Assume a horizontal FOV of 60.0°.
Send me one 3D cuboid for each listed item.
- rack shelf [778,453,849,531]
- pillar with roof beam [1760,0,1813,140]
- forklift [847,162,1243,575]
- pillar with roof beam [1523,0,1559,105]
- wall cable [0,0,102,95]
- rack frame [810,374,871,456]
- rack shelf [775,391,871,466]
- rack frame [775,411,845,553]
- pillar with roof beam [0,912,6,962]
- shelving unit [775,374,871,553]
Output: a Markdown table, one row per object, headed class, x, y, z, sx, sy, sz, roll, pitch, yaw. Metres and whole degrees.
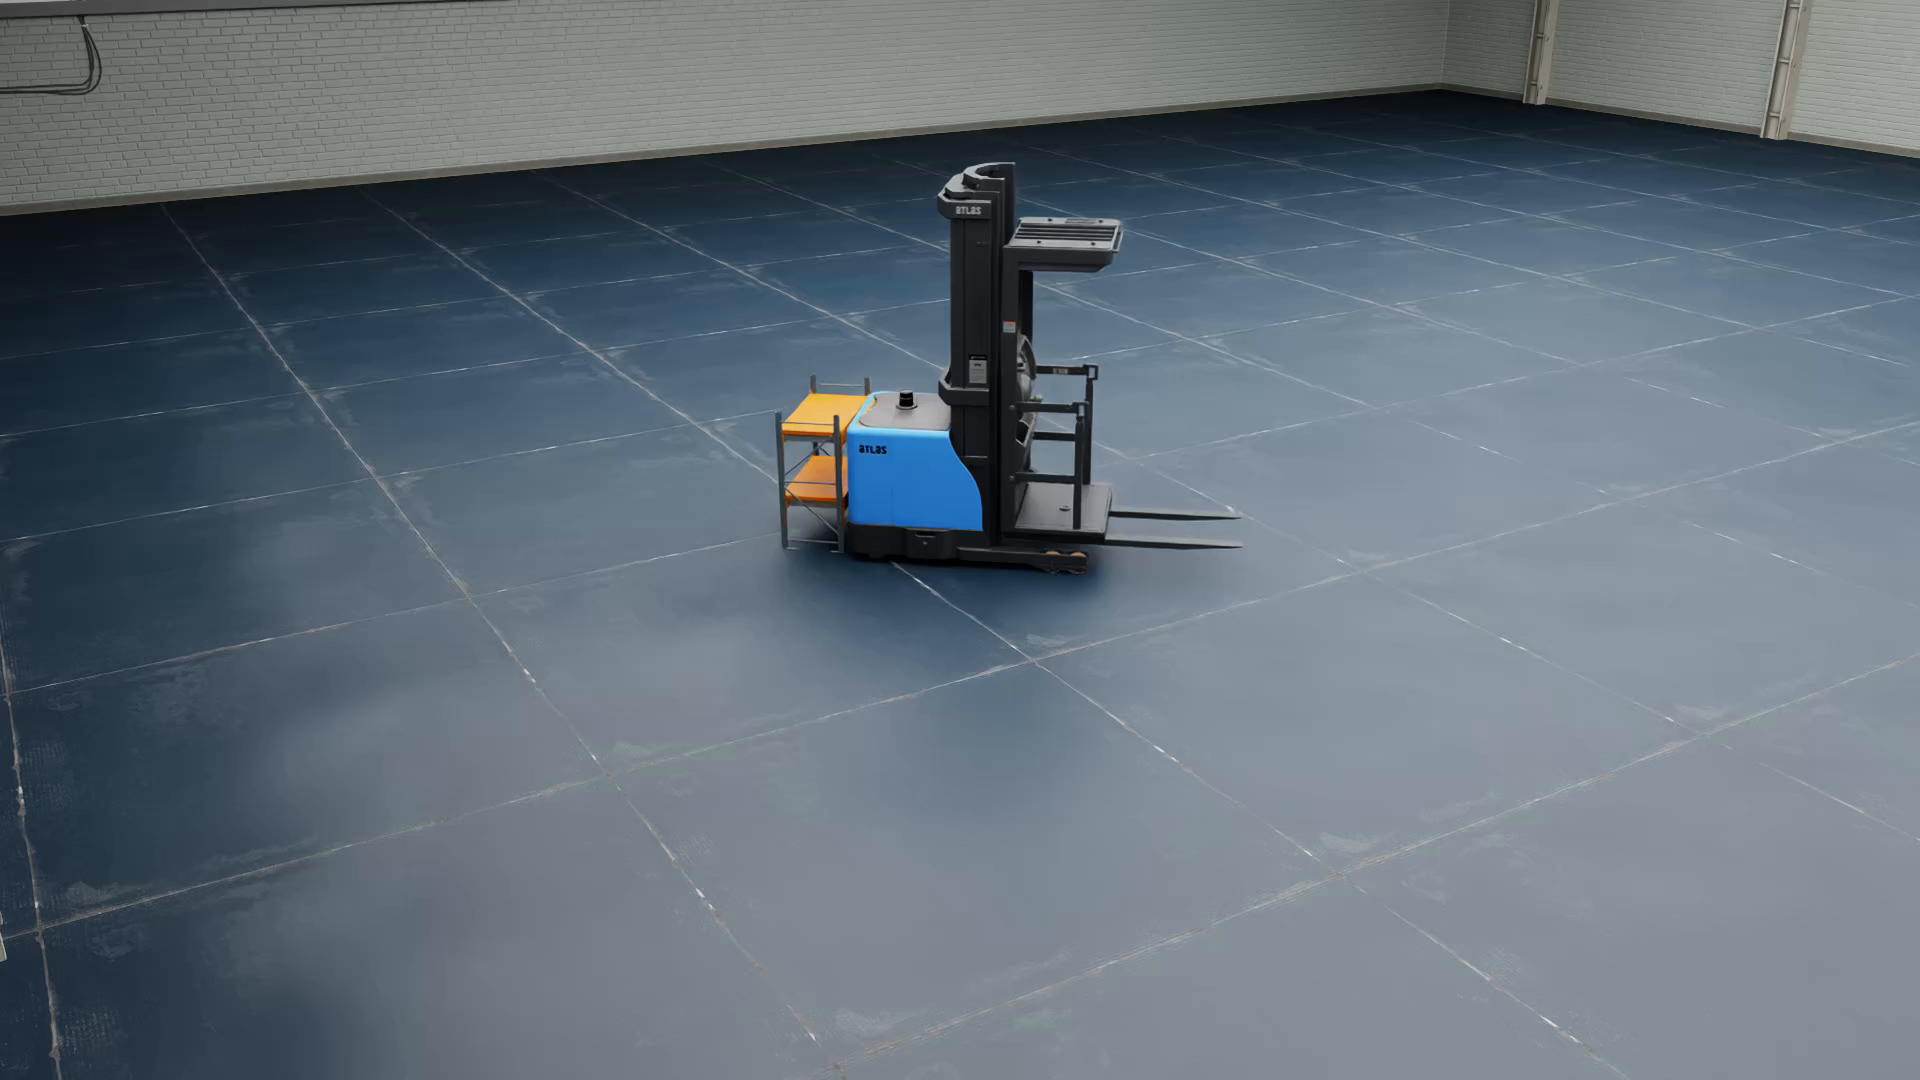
| class | x | y | z | sx | sy | sz | roll | pitch | yaw |
| --- | --- | --- | --- | --- | --- | --- | --- | --- | --- |
| rack shelf | -1.064 | -0.402 | 13.416 | 0.538 | 0.278 | 1.000 | 3 | 22 | 10 |
| pillar with roof beam | 12.318 | -11.251 | 29.008 | 9.100 | 9.000 | 0.400 | -13 | 25 | -28 |
| forklift | 0.690 | -1.309 | 12.606 | 3.031 | 2.935 | 1.130 | 3 | 22 | 8 |
| pillar with roof beam | 9.253 | -13.193 | 33.787 | 9.100 | 9.000 | 0.400 | -13 | 25 | -28 |
| wall cable | -14.495 | -7.732 | 24.474 | 3.097 | 2.526 | 0.112 | -13 | 25 | -28 |
| rack frame | -0.974 | -0.817 | 13.787 | 0.500 | 1.125 | 0.032 | 3 | 22 | 10 |
| rack shelf | -1.069 | -0.900 | 13.214 | 0.538 | 0.278 | 1.000 | 3 | 22 | 10 |
| rack frame | -1.158 | -0.440 | 12.861 | 0.500 | 1.125 | 0.032 | 3 | 22 | 10 |
| pillar with roof beam | -1.231 | -2.964 | 8.619 | 9.100 | 9.000 | 0.400 | -13 | 25 | -28 |
| shelving unit | -1.066 | -0.628 | 13.324 | 0.538 | 1.125 | 1.048 | 3 | 22 | 10 |
